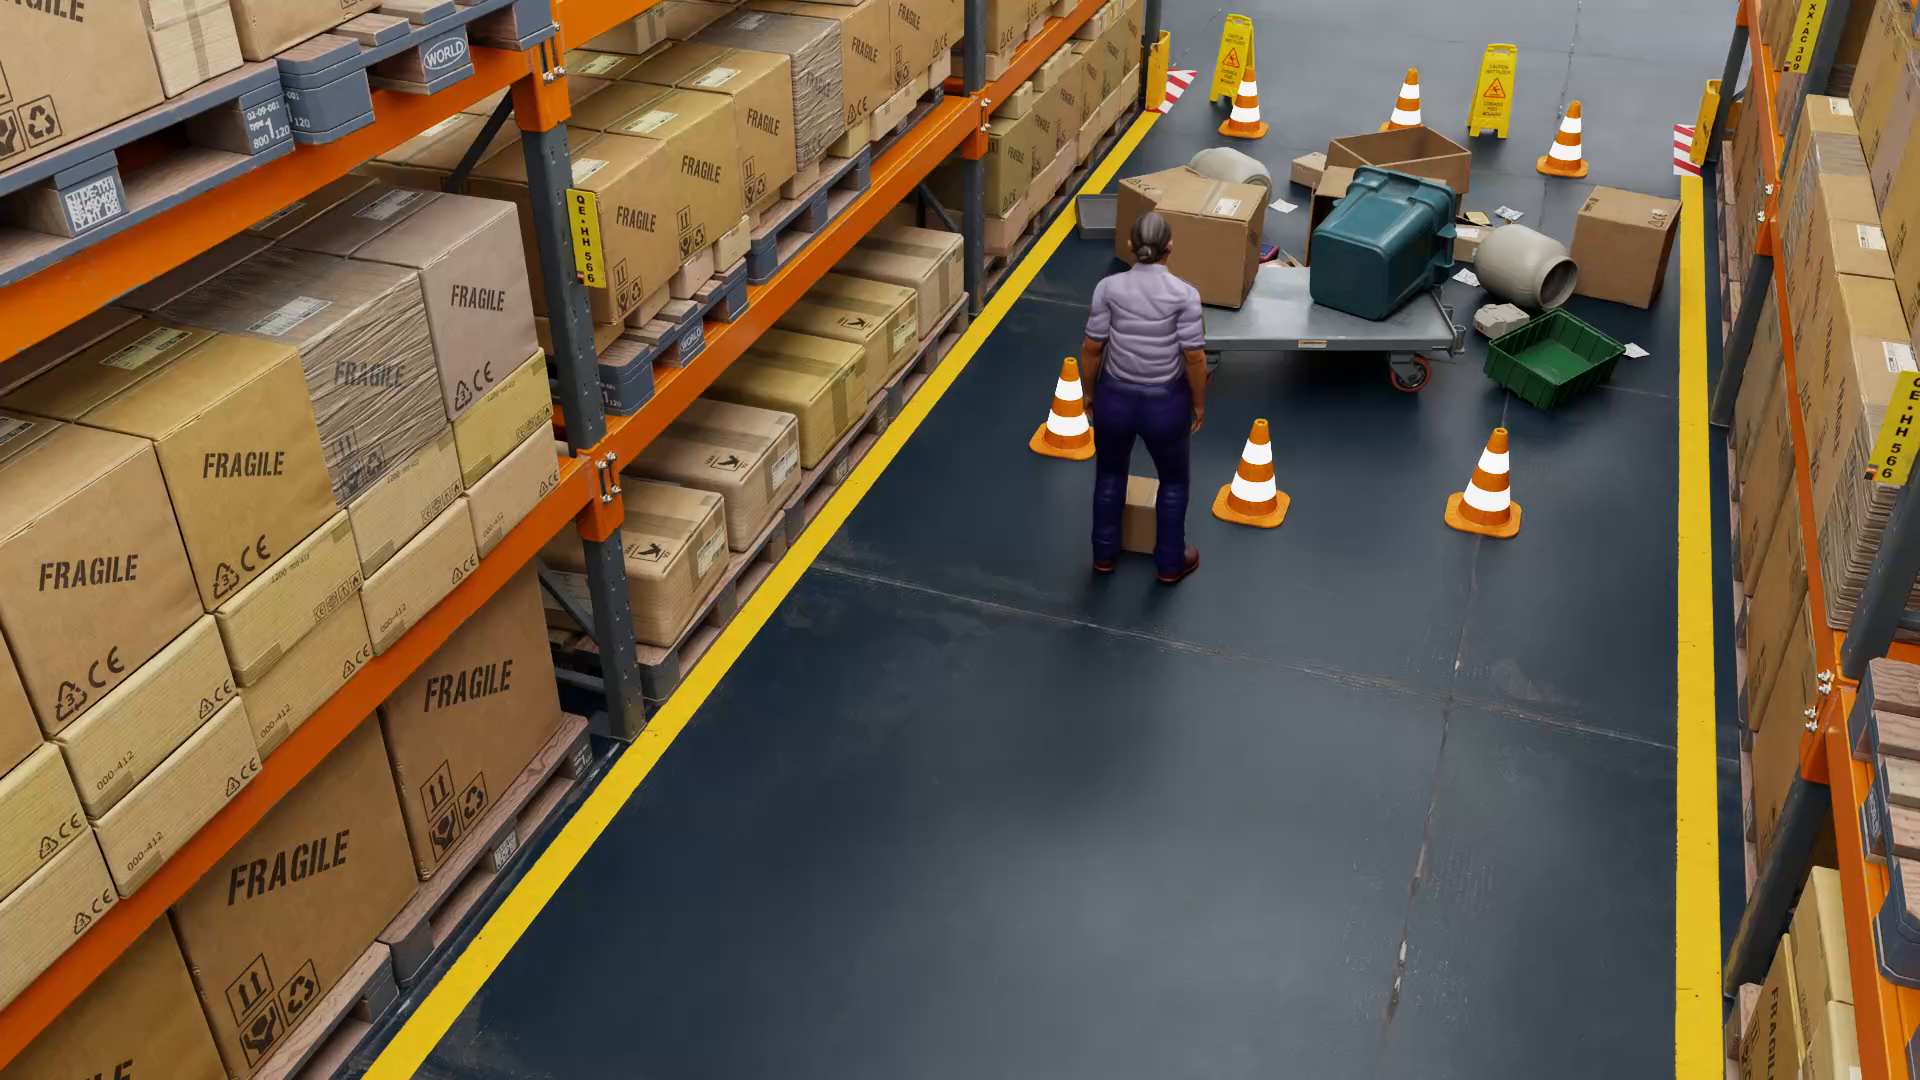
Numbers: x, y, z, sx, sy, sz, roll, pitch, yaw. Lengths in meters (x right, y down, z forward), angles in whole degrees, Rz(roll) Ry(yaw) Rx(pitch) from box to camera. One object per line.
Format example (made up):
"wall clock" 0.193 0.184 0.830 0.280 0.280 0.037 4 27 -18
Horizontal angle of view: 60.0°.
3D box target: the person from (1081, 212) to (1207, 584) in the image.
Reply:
"person" 0.782 -0.571 7.013 0.555 1.650 0.368 9 35 14
